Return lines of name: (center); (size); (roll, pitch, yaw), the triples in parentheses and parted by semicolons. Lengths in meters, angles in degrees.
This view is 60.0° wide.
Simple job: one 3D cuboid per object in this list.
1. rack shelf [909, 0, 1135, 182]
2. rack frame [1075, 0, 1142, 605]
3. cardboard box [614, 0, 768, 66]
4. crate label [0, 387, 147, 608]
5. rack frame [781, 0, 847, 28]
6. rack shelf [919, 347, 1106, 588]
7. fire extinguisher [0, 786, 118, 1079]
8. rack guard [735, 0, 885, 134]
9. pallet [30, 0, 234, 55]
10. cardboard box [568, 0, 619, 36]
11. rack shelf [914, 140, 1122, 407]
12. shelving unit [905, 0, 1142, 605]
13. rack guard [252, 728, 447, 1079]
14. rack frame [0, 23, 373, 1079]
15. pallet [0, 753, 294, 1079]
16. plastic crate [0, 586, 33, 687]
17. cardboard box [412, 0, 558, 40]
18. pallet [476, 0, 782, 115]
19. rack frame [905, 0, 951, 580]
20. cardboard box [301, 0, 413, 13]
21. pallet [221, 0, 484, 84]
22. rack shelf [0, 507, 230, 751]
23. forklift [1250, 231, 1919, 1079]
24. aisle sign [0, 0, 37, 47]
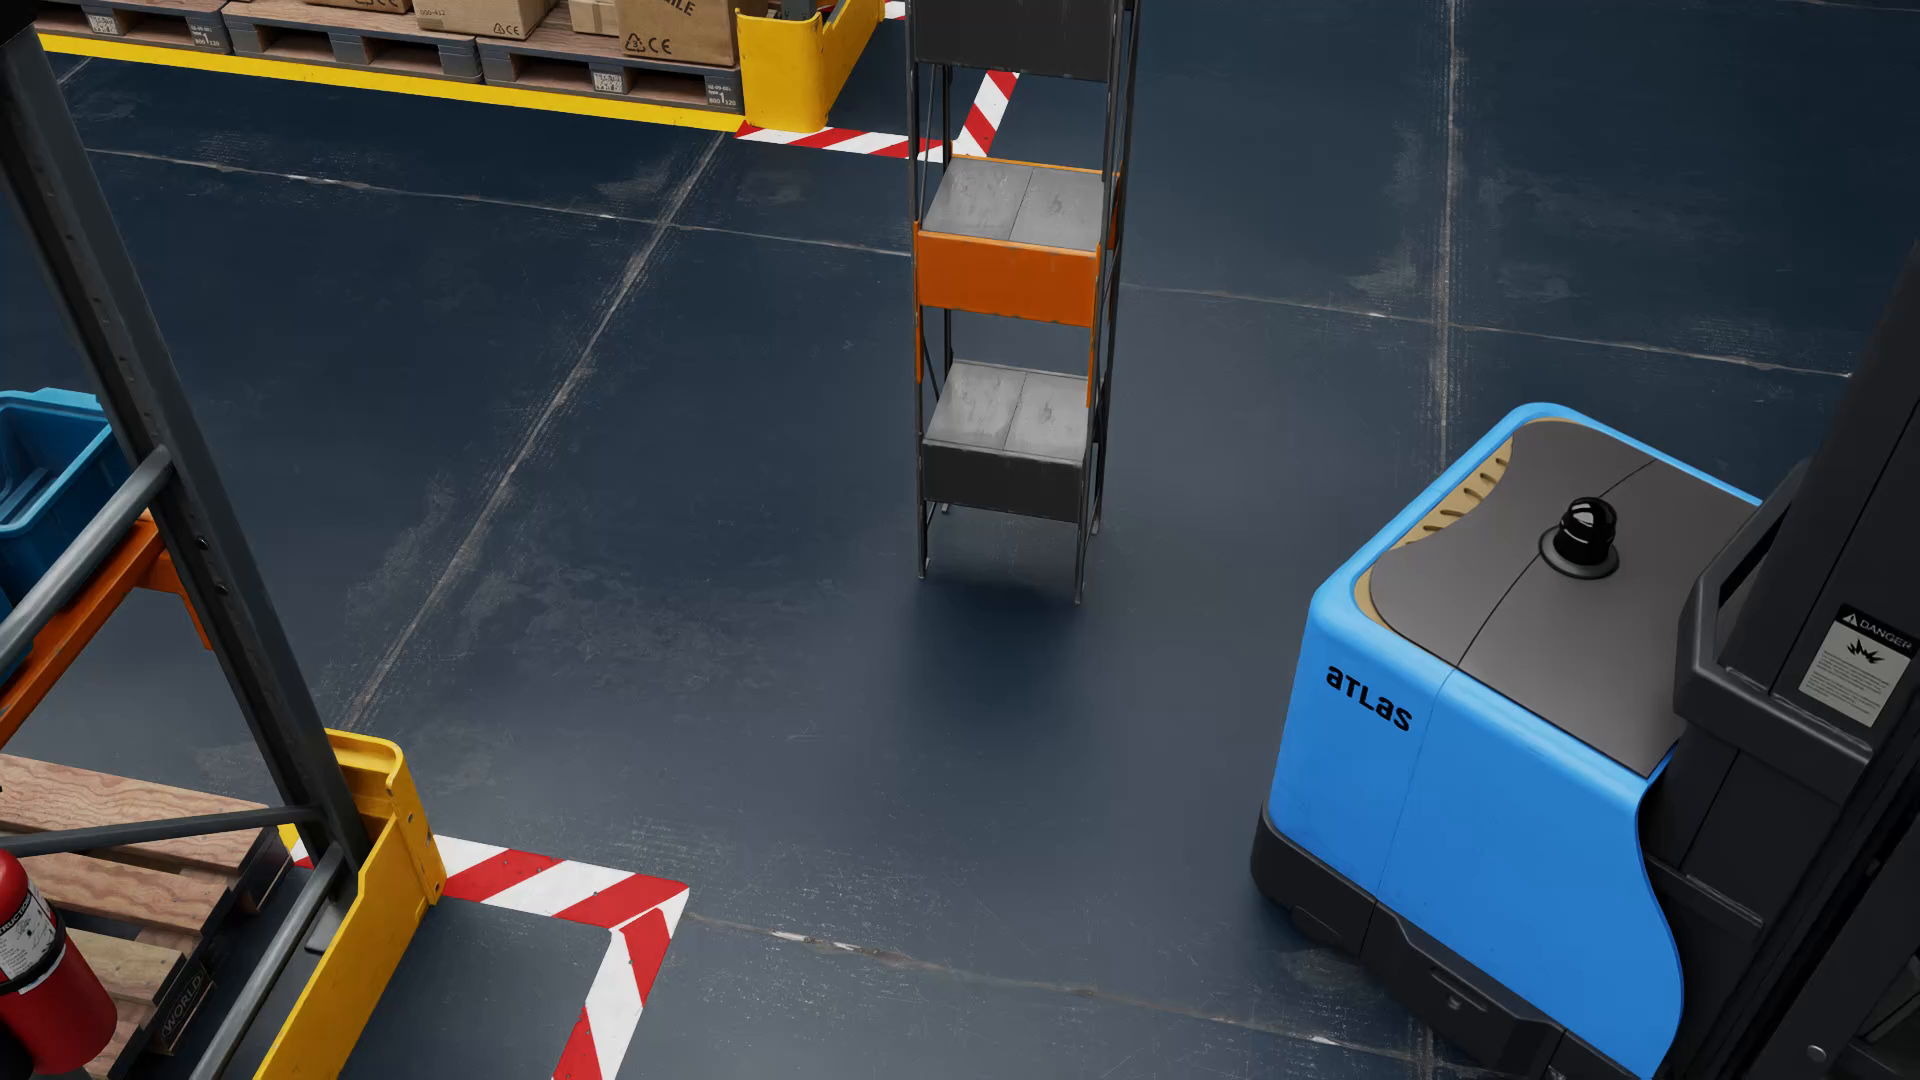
rack shelf: (0.162, -1.226, 4.020); (0.480, 0.518, 0.431); (9, 45, 9)
rack frame: (0.400, -0.694, 4.457); (0.015, 2.100, 0.400); (9, 45, 9)
cardboard box: (-1.143, -2.376, 7.041); (0.500, 0.500, 0.500); (9, 45, 9)
crate label: (-1.813, -0.072, 3.239); (0.303, 0.233, 0.416); (9, 45, 9)
rack frame: (-0.559, -3.202, 6.414); (0.127, 3.000, 1.000); (9, 45, 9)
rack shelf: (0.162, -0.217, 4.991); (0.480, 0.518, 0.431); (9, 45, 9)
fire extinguisher: (-1.596, 0.642, 2.745); (0.183, 0.674, 0.296); (9, 45, 9)
rack guard: (-0.633, -2.313, 7.293); (0.348, 0.500, 1.175); (9, 45, 9)
pallet: (-3.792, -2.699, 7.902); (1.213, 0.211, 1.003); (9, 45, 9)
cardboard box: (-1.519, -2.378, 7.283); (0.250, 0.166, 0.380); (9, 45, 9)
rack shelf: (0.162, -0.722, 4.505); (0.480, 0.518, 0.431); (9, 45, 9)
shelving unit: (0.162, -0.731, 4.496); (0.503, 2.100, 0.431); (9, 45, 9)
rack guard: (-1.618, 1.045, 3.804); (0.348, 0.500, 1.175); (9, 45, 9)
rack frame: (-1.644, 0.149, 2.932); (0.127, 3.000, 1.000); (9, 45, 9)
pallet: (-2.440, 1.003, 4.056); (1.213, 0.211, 1.003); (9, 45, 9)
plastic crate: (-2.012, 0.191, 2.820); (0.499, 0.435, 0.616); (9, 45, 9)
cardboard box: (-2.064, -2.450, 7.298); (0.500, 0.250, 0.500); (9, 45, 9)
pallet: (-1.411, -2.329, 7.518); (1.213, 0.211, 1.003); (9, 45, 9)
rack frame: (-0.077, -0.768, 4.534); (0.015, 2.100, 0.400); (9, 45, 9)
cardboard box: (-2.628, -2.786, 7.464); (0.637, 0.503, 0.797); (9, 45, 9)
pallet: (-2.598, -2.515, 7.711); (1.213, 0.211, 1.003); (9, 45, 9)
rack shelf: (-3.596, 0.106, 3.496); (4.000, 0.370, 1.077); (9, 45, 9)
forklift: (2.164, 0.297, 2.828); (3.031, 2.935, 1.130); (33, 53, 30)
aisle sign: (-1.509, -0.977, 2.228); (0.004, 0.787, 0.394); (9, 45, 9)
